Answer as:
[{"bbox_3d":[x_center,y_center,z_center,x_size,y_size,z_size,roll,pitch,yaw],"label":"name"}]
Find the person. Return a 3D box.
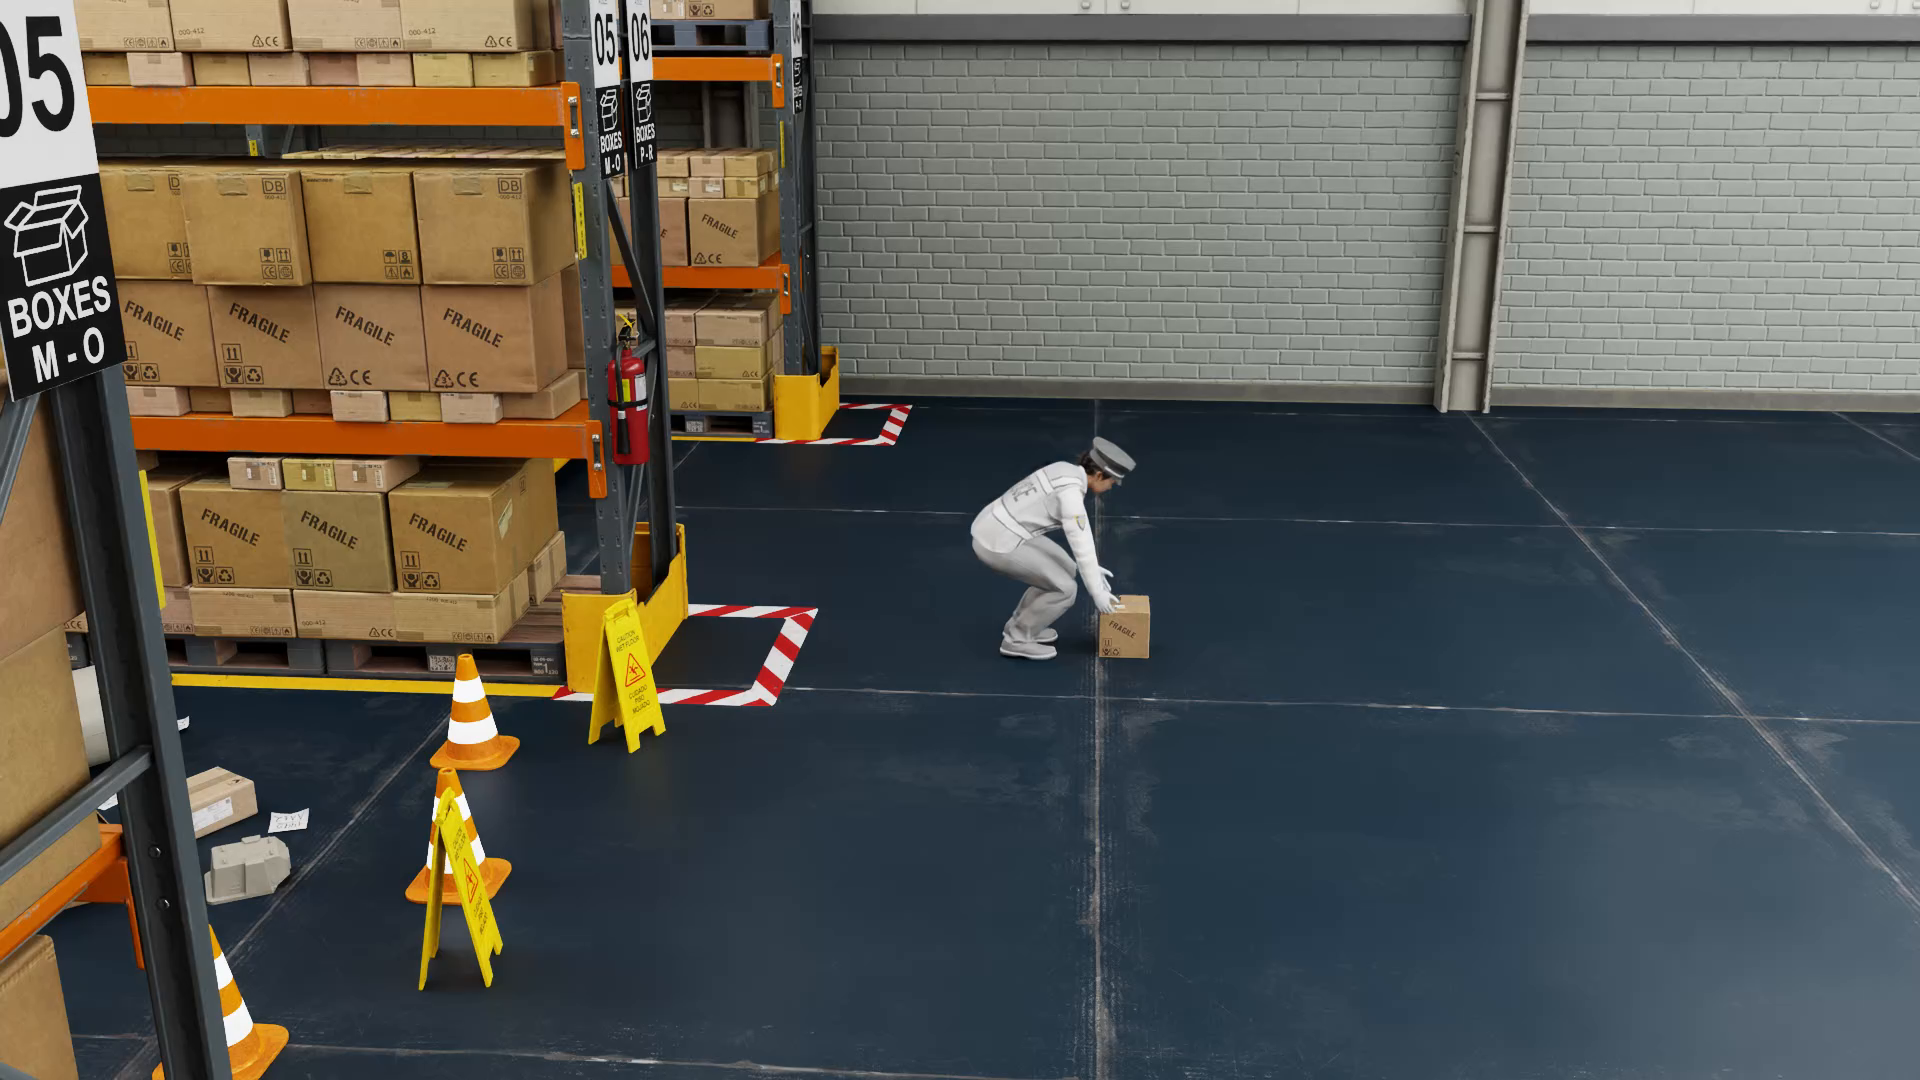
[{"bbox_3d":[0.468,0.022,8.419,0.820,1.101,0.509,1,18,4],"label":"person"}]
